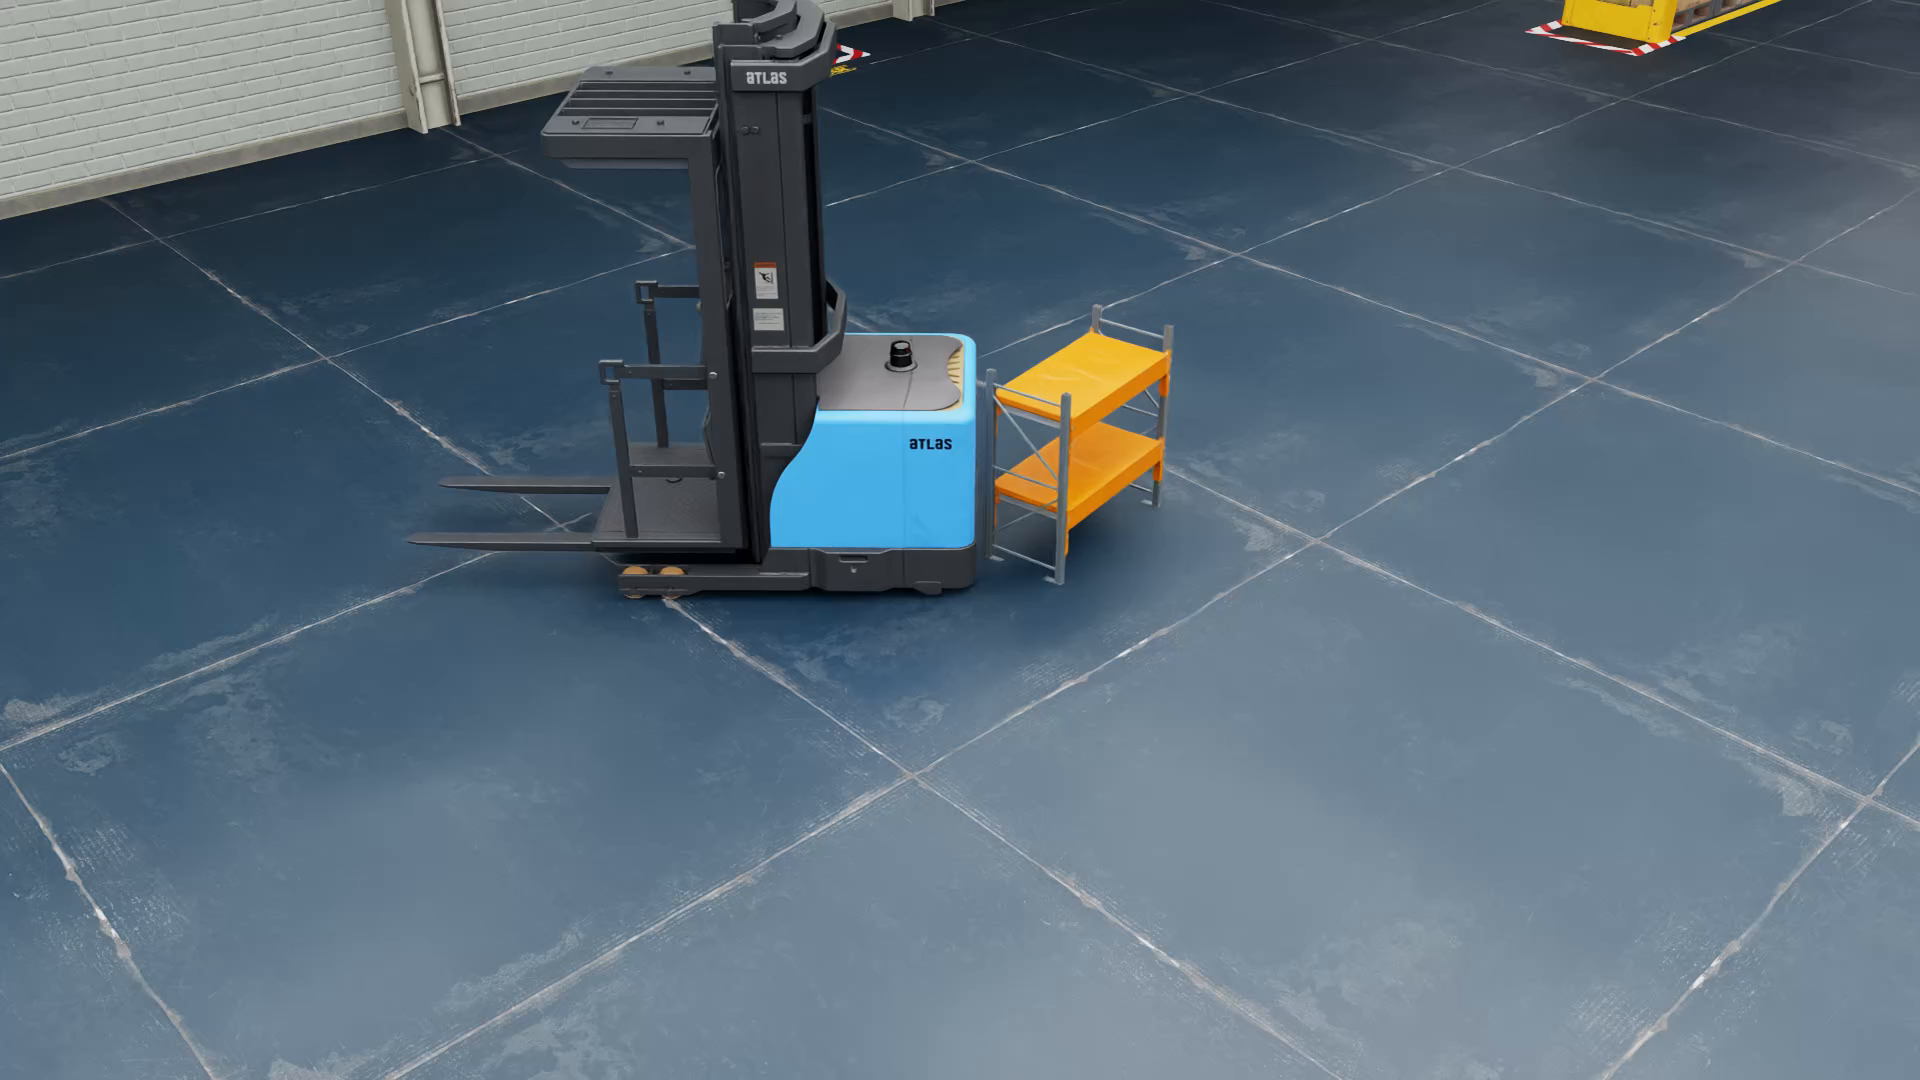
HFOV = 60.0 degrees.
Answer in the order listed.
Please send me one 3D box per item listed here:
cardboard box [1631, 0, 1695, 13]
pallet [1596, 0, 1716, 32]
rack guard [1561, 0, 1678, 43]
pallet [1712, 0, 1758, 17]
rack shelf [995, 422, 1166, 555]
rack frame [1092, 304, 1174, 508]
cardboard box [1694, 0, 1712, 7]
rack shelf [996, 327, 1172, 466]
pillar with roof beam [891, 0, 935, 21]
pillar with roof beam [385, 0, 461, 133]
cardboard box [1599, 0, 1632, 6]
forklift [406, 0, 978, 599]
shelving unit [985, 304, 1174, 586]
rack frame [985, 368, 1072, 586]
[{"bbox_3d":[7.852,-6.070,18.534,0.500,0.250,0.500,-26,40,-35],"label":"cardboard box"},{"bbox_3d":[7.840,-6.056,18.951,1.213,0.211,1.003,-26,40,-35],"label":"pallet"},{"bbox_3d":[7.290,-5.883,18.392,0.348,0.500,1.175,-26,40,-35],"label":"rack guard"},{"bbox_3d":[8.734,-6.487,19.655,1.213,0.211,1.003,-26,40,-35],"label":"pallet"},{"bbox_3d":[0.646,-0.325,9.172,0.538,0.278,1.000,21,37,30],"label":"rack shelf"},{"bbox_3d":[0.946,-0.748,9.394,0.500,1.125,0.032,21,37,30],"label":"rack frame"},{"bbox_3d":[8.216,-6.248,18.826,0.500,0.250,0.500,-26,40,-35],"label":"cardboard box"},{"bbox_3d":[0.646,-0.783,8.892,0.538,0.278,1.000,21,37,30],"label":"rack shelf"},{"bbox_3d":[2.389,-8.216,14.059,0.400,9.000,9.100,-26,40,-35],"label":"pillar with roof beam"},{"bbox_3d":[-2.010,-6.087,10.579,0.400,9.000,9.100,-26,40,-35],"label":"pillar with roof beam"},{"bbox_3d":[7.500,-6.268,18.858,0.500,0.250,0.500,-26,40,-35],"label":"cardboard box"},{"bbox_3d":[-1.422,-1.218,8.433,3.031,2.935,1.130,0,31,1],"label":"forklift"},{"bbox_3d":[0.646,-0.534,9.044,0.538,1.125,1.048,21,37,30],"label":"shelving unit"},{"bbox_3d":[0.346,-0.319,8.694,0.500,1.125,0.032,21,37,30],"label":"rack frame"}]
